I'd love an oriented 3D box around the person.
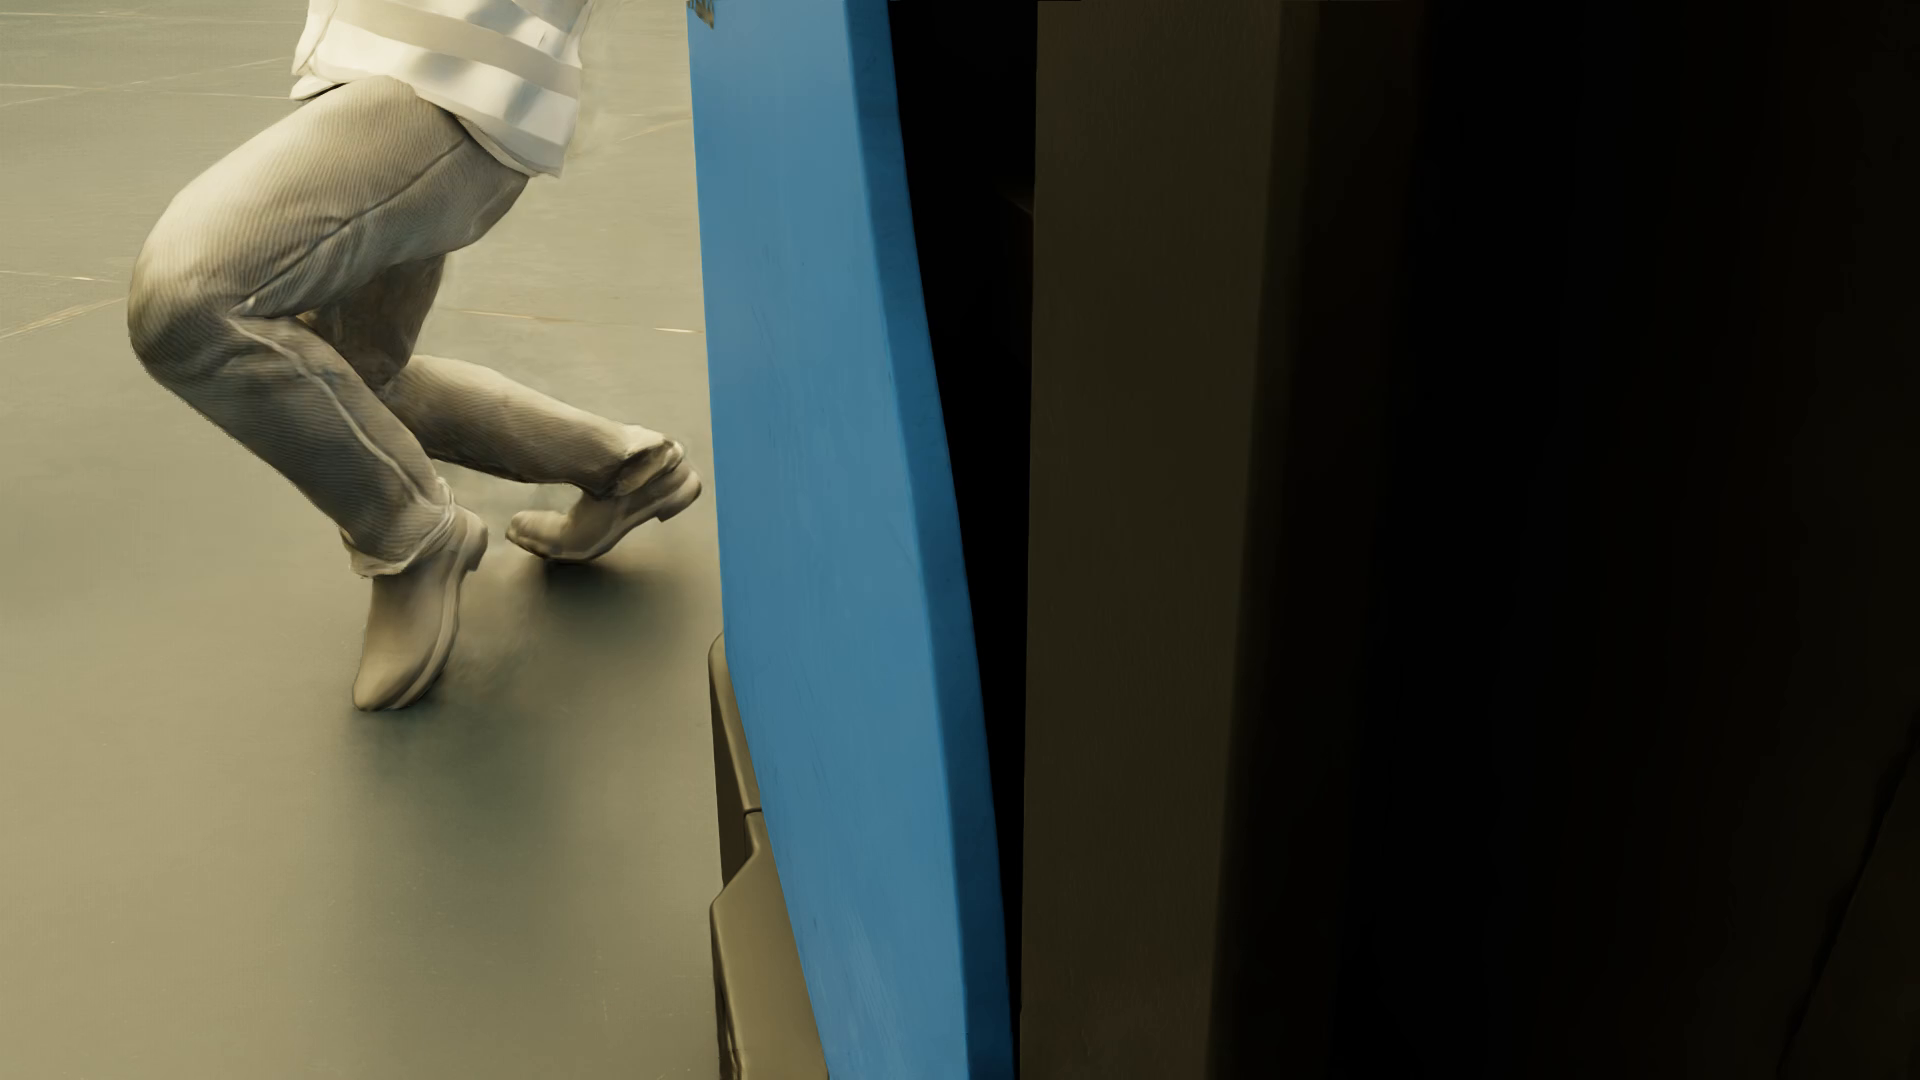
[{"bbox_3d":[-0.541,-0.561,1.908,0.841,1.640,1.156,-15,27,-33],"label":"person"}]
